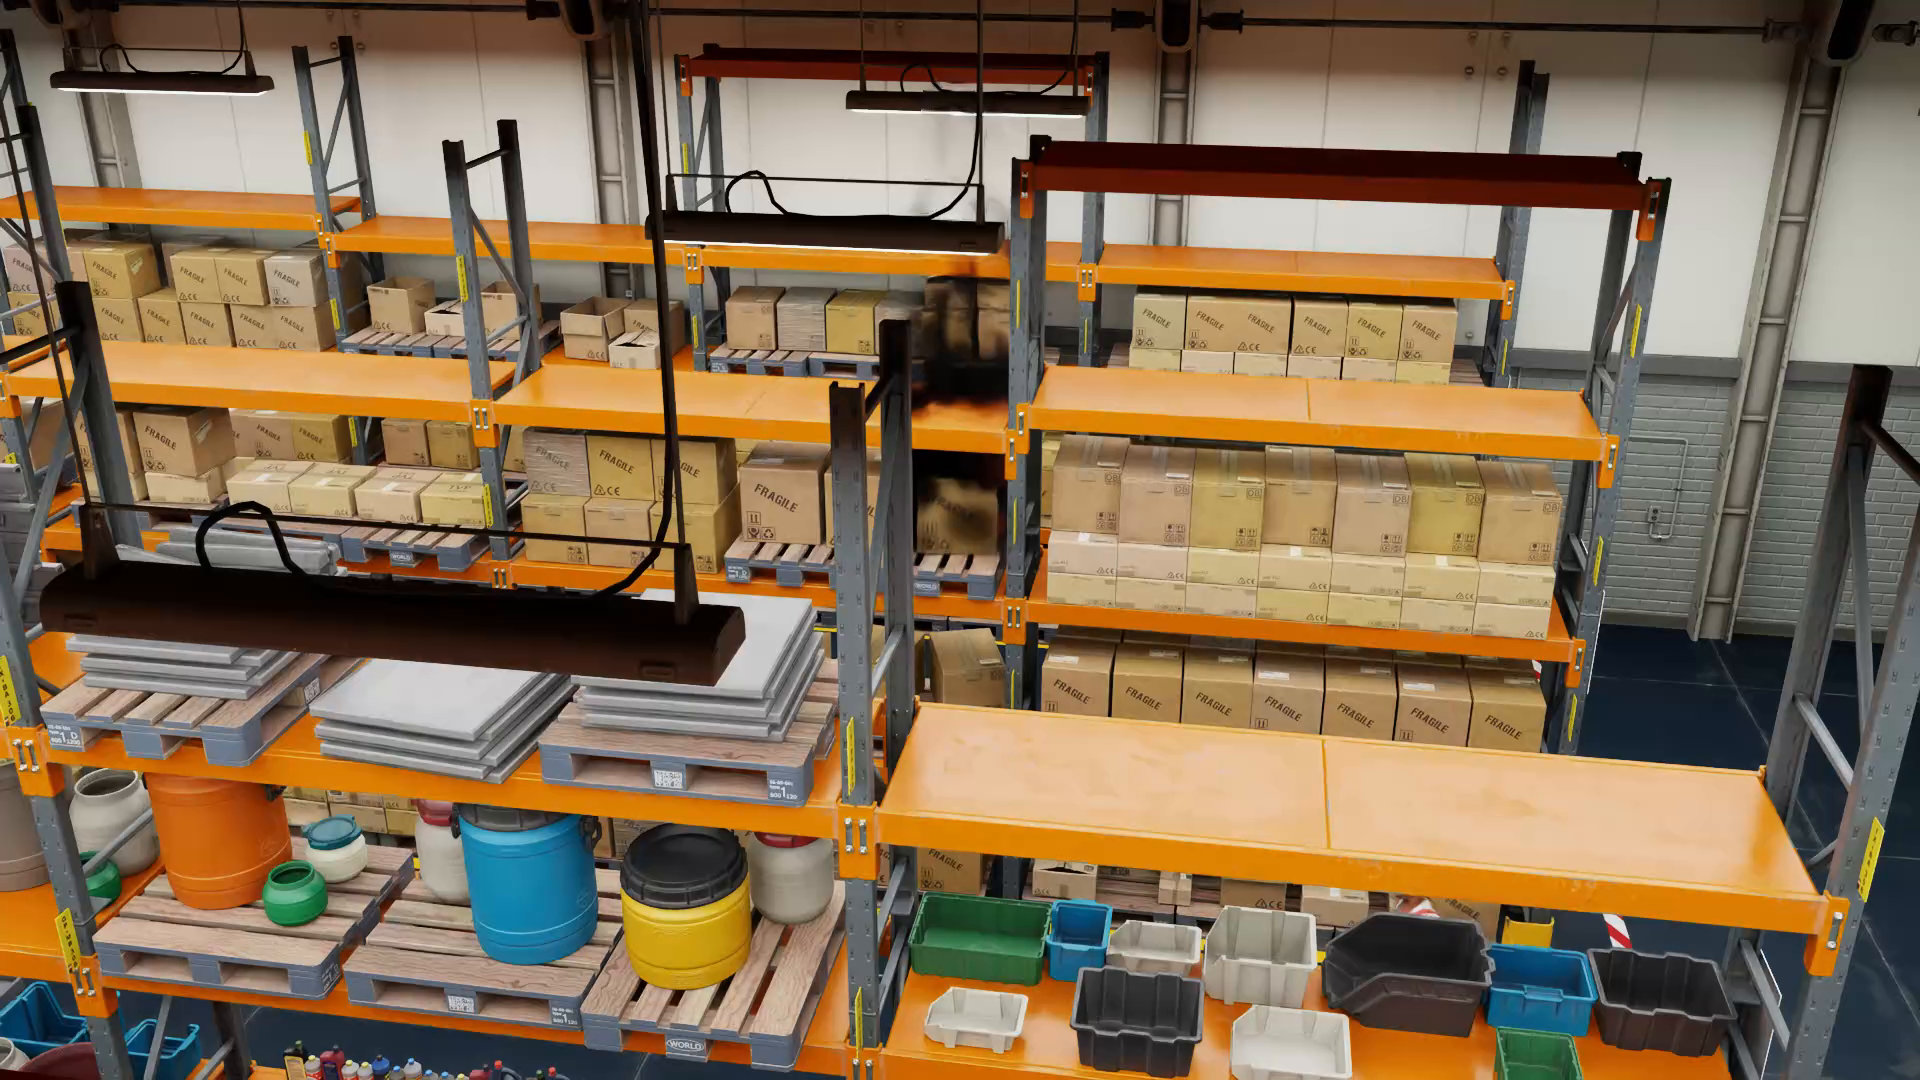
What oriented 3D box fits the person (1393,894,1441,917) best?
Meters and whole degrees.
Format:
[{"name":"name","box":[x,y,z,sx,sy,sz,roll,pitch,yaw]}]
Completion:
[{"name":"person","box":[3.051,2.952,11.206,0.849,1.741,0.701,0,23,0]}]
